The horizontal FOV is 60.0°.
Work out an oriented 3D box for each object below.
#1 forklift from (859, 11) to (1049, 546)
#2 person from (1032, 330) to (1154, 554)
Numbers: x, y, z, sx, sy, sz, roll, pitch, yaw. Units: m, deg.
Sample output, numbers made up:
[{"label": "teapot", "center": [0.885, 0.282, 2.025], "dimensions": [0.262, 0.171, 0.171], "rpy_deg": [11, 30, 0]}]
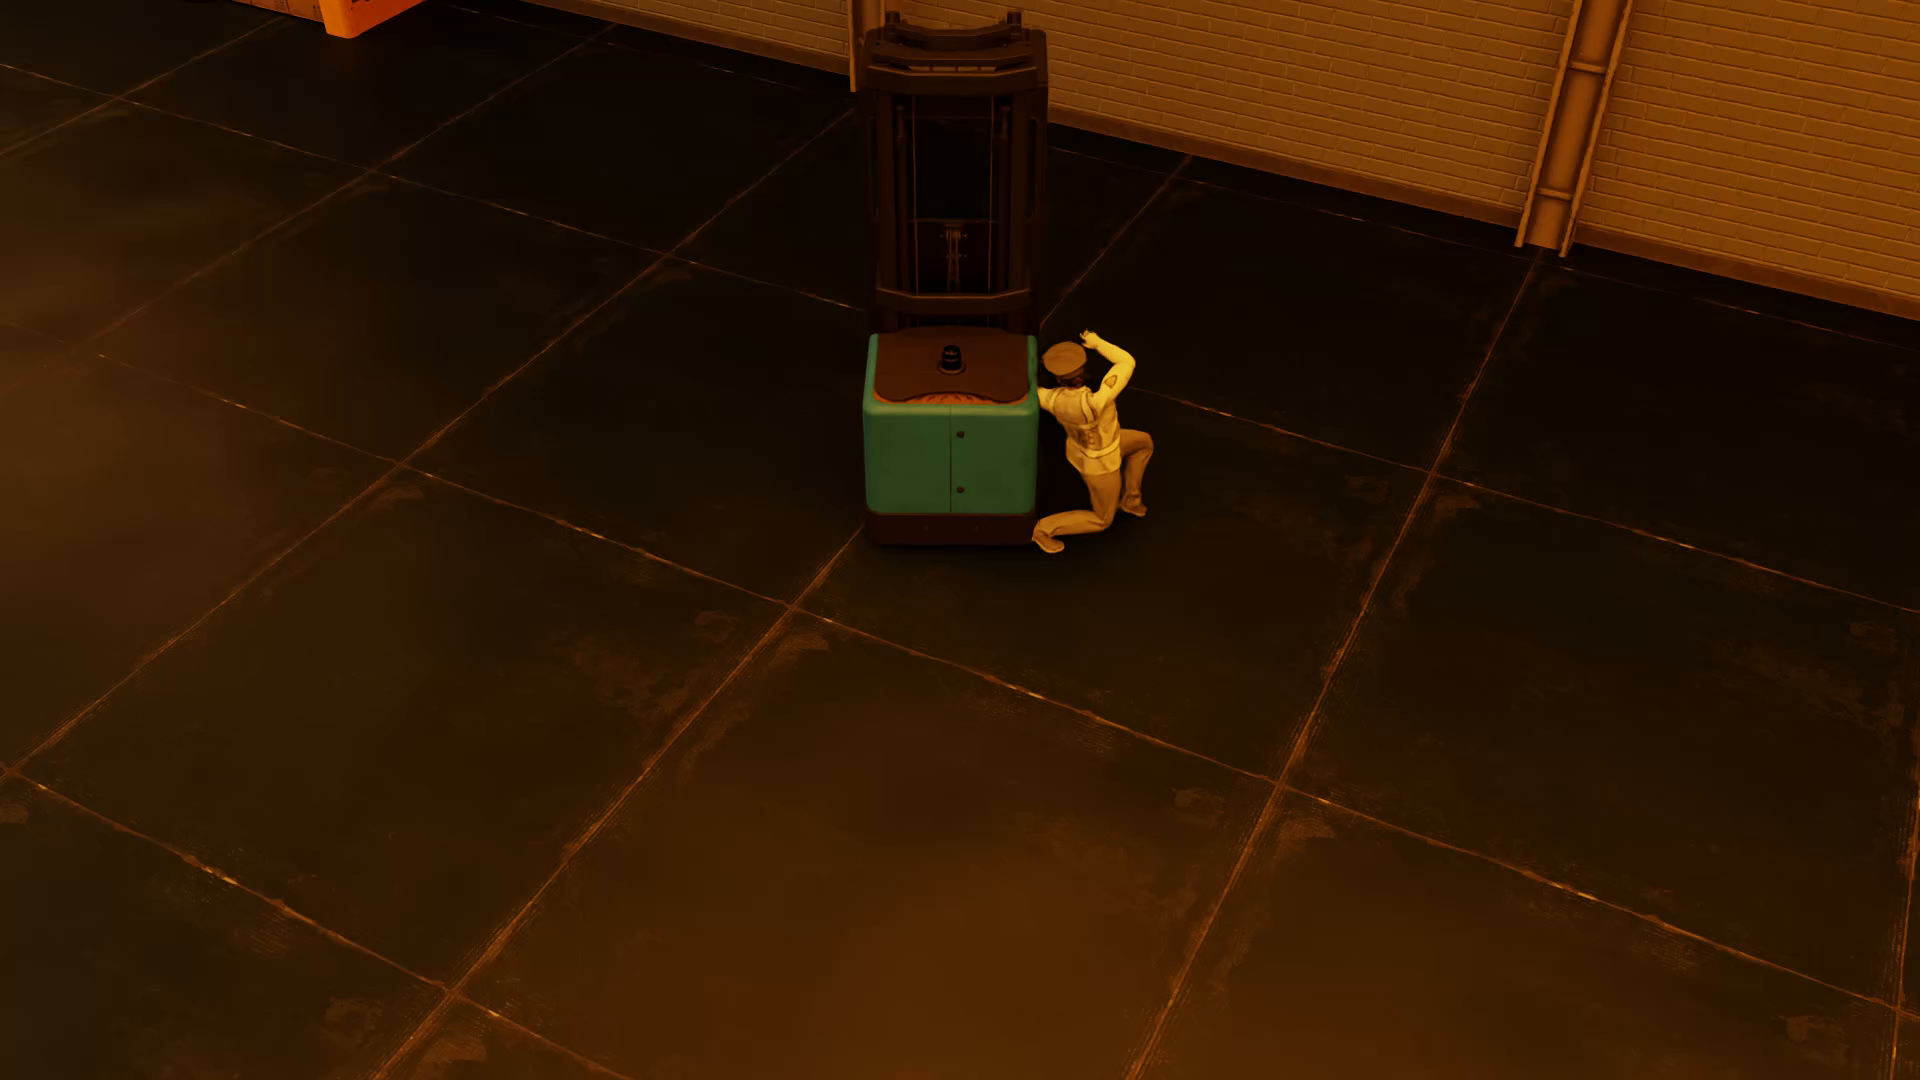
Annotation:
[{"label": "forklift", "center": [-0.032, -2.009, 10.372], "dimensions": [1.130, 2.935, 3.031], "rpy_deg": [1, 40, 1]}, {"label": "person", "center": [0.688, -0.705, 10.035], "dimensions": [0.882, 1.397, 0.942], "rpy_deg": [-19, 44, -21]}]
